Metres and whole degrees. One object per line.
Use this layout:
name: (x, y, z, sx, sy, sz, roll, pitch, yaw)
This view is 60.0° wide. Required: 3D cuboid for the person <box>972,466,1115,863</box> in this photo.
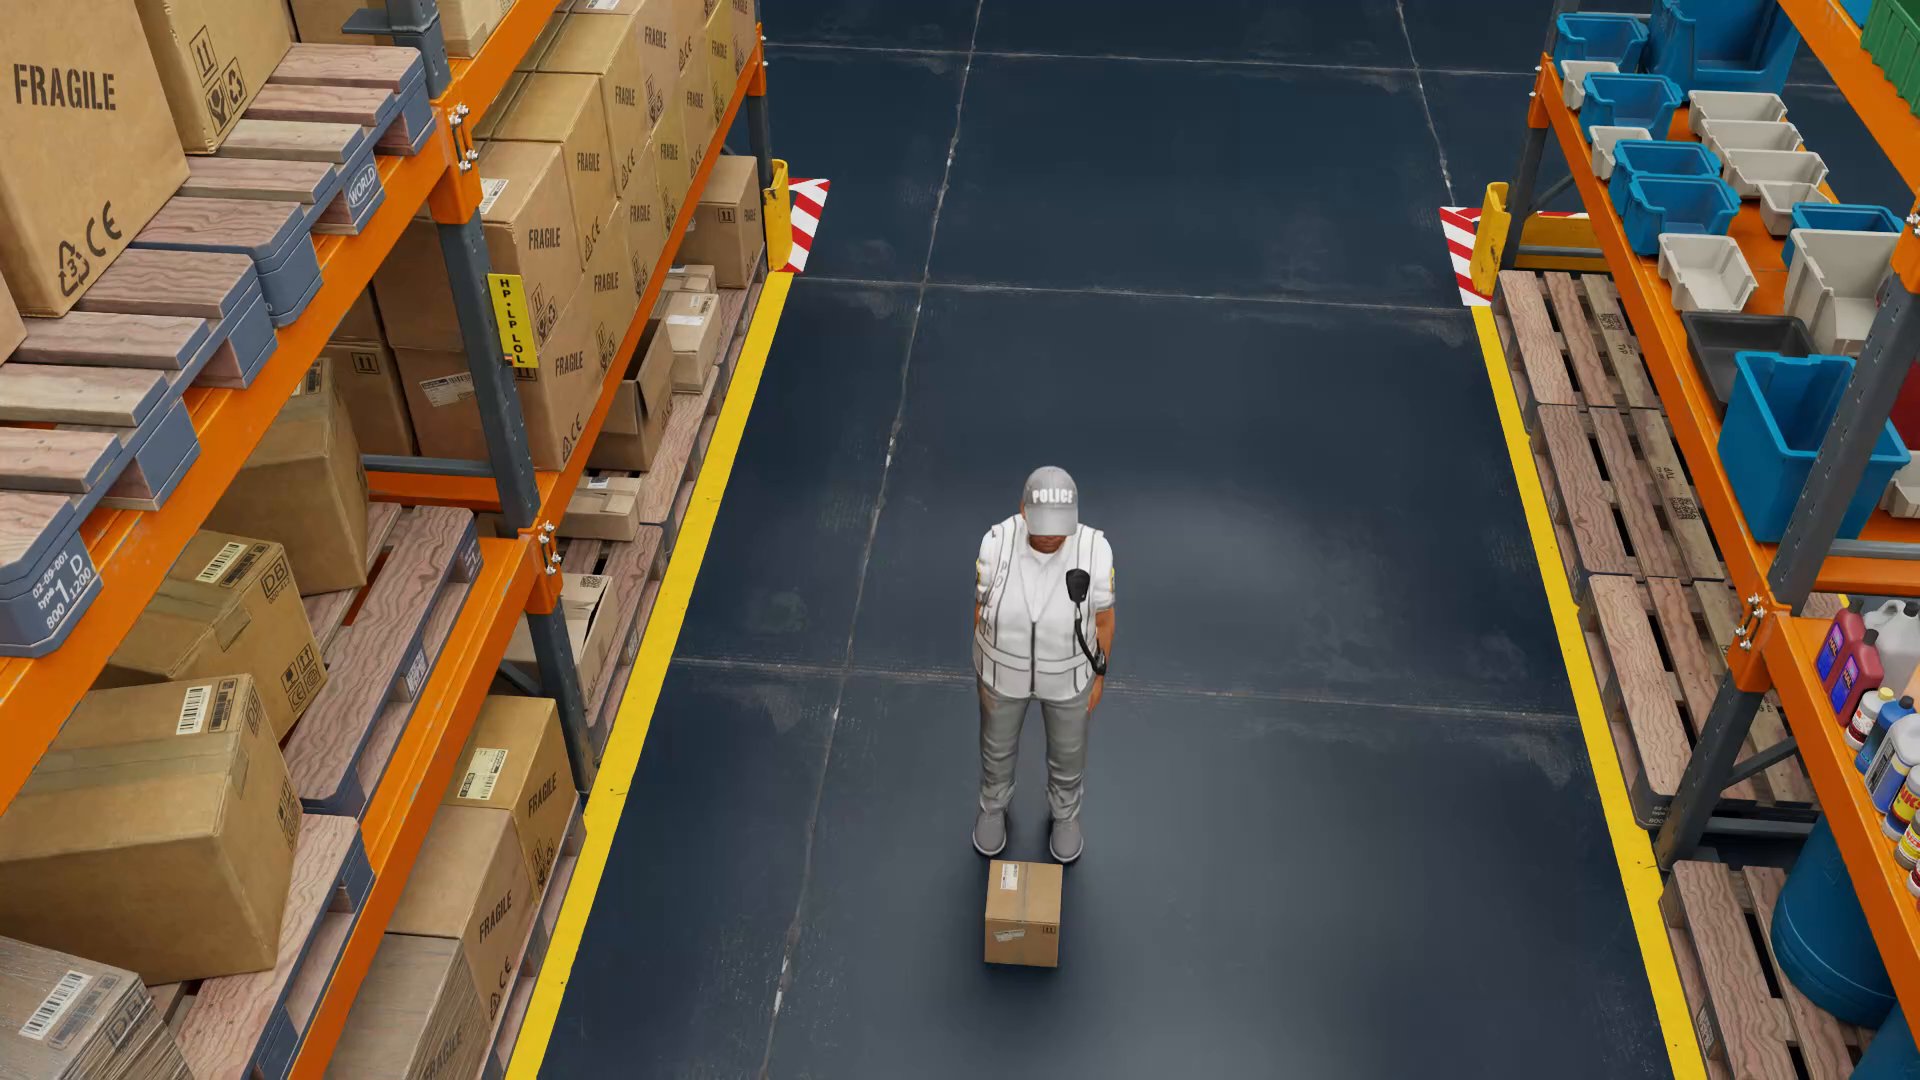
person: (0.276, 0.445, 5.632, 0.467, 1.664, 0.388, 4, 40, 5)
